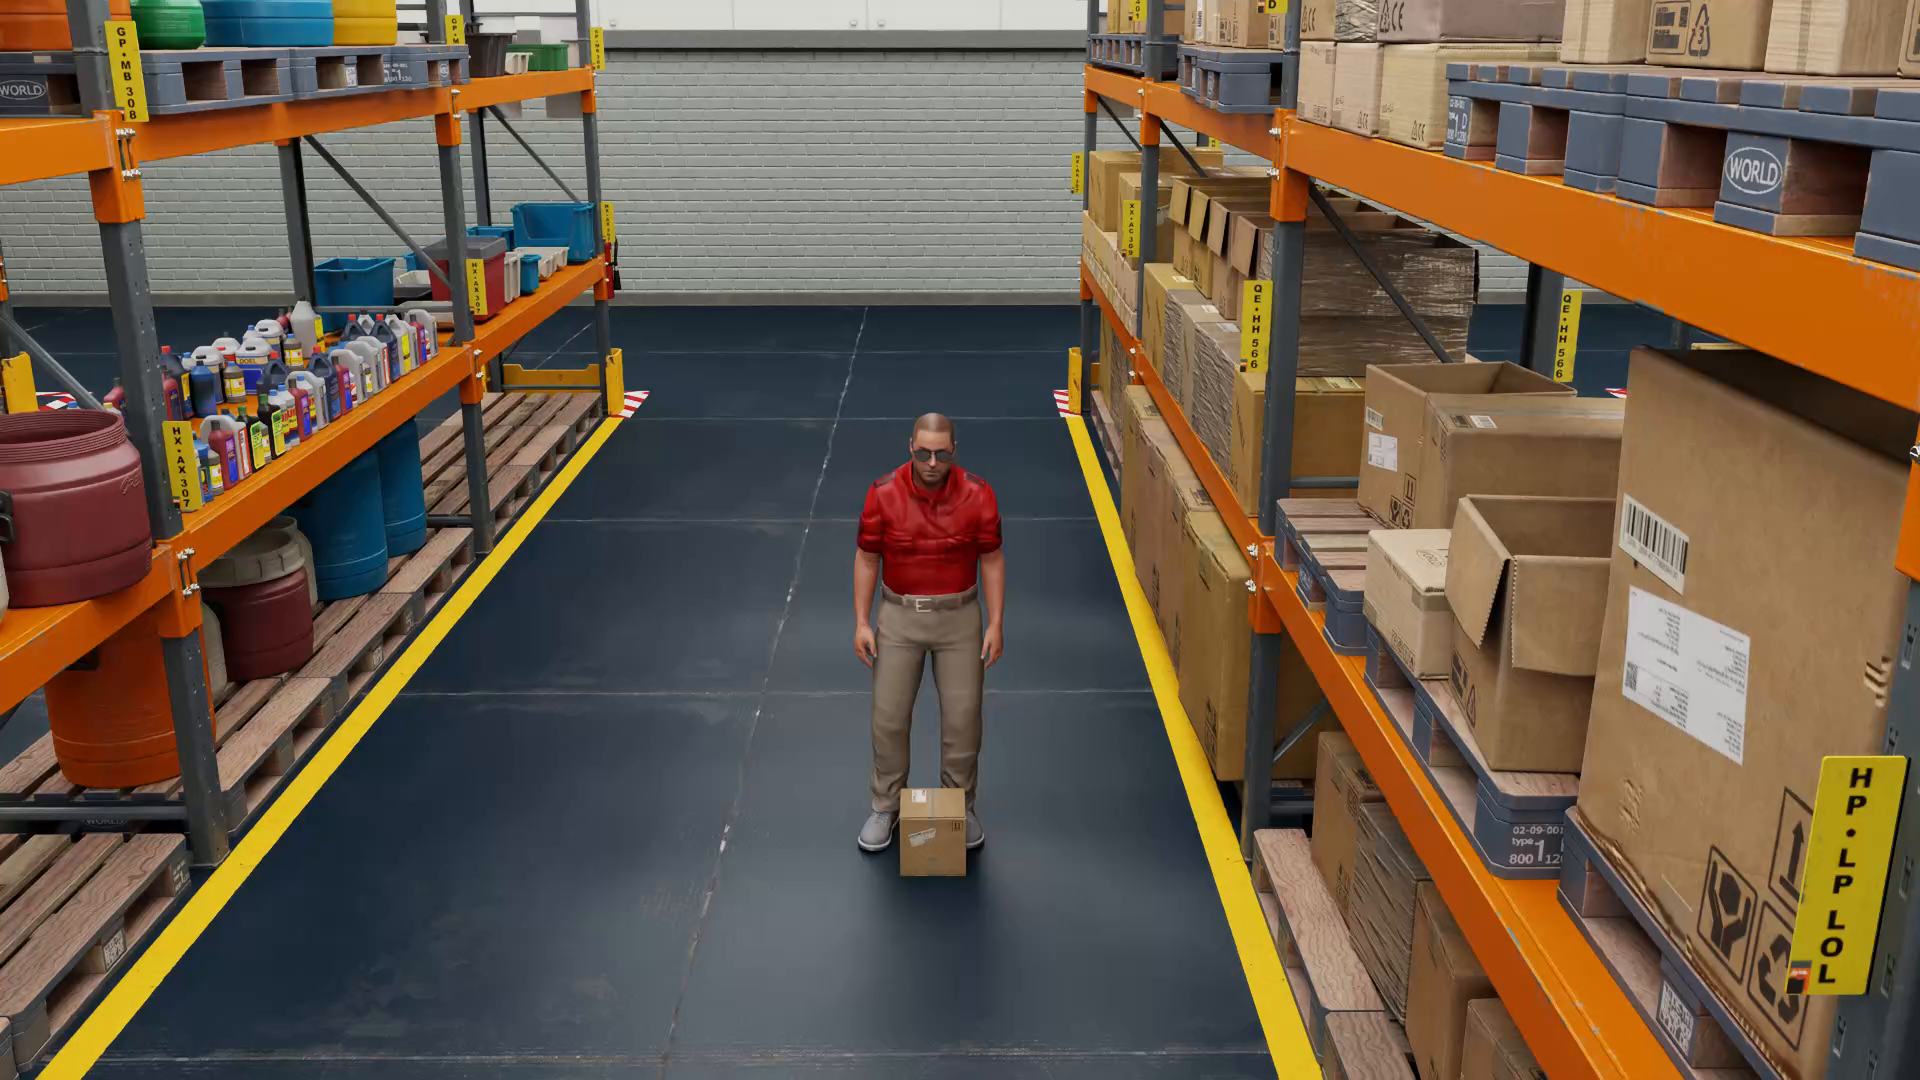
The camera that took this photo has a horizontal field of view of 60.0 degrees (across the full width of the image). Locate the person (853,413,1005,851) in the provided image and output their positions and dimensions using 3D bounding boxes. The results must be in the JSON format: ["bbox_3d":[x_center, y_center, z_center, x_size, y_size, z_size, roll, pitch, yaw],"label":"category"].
[{"bbox_3d":[-0.120,0.345,6.438,0.587,1.727,0.394,0,17,0],"label":"person"}]
